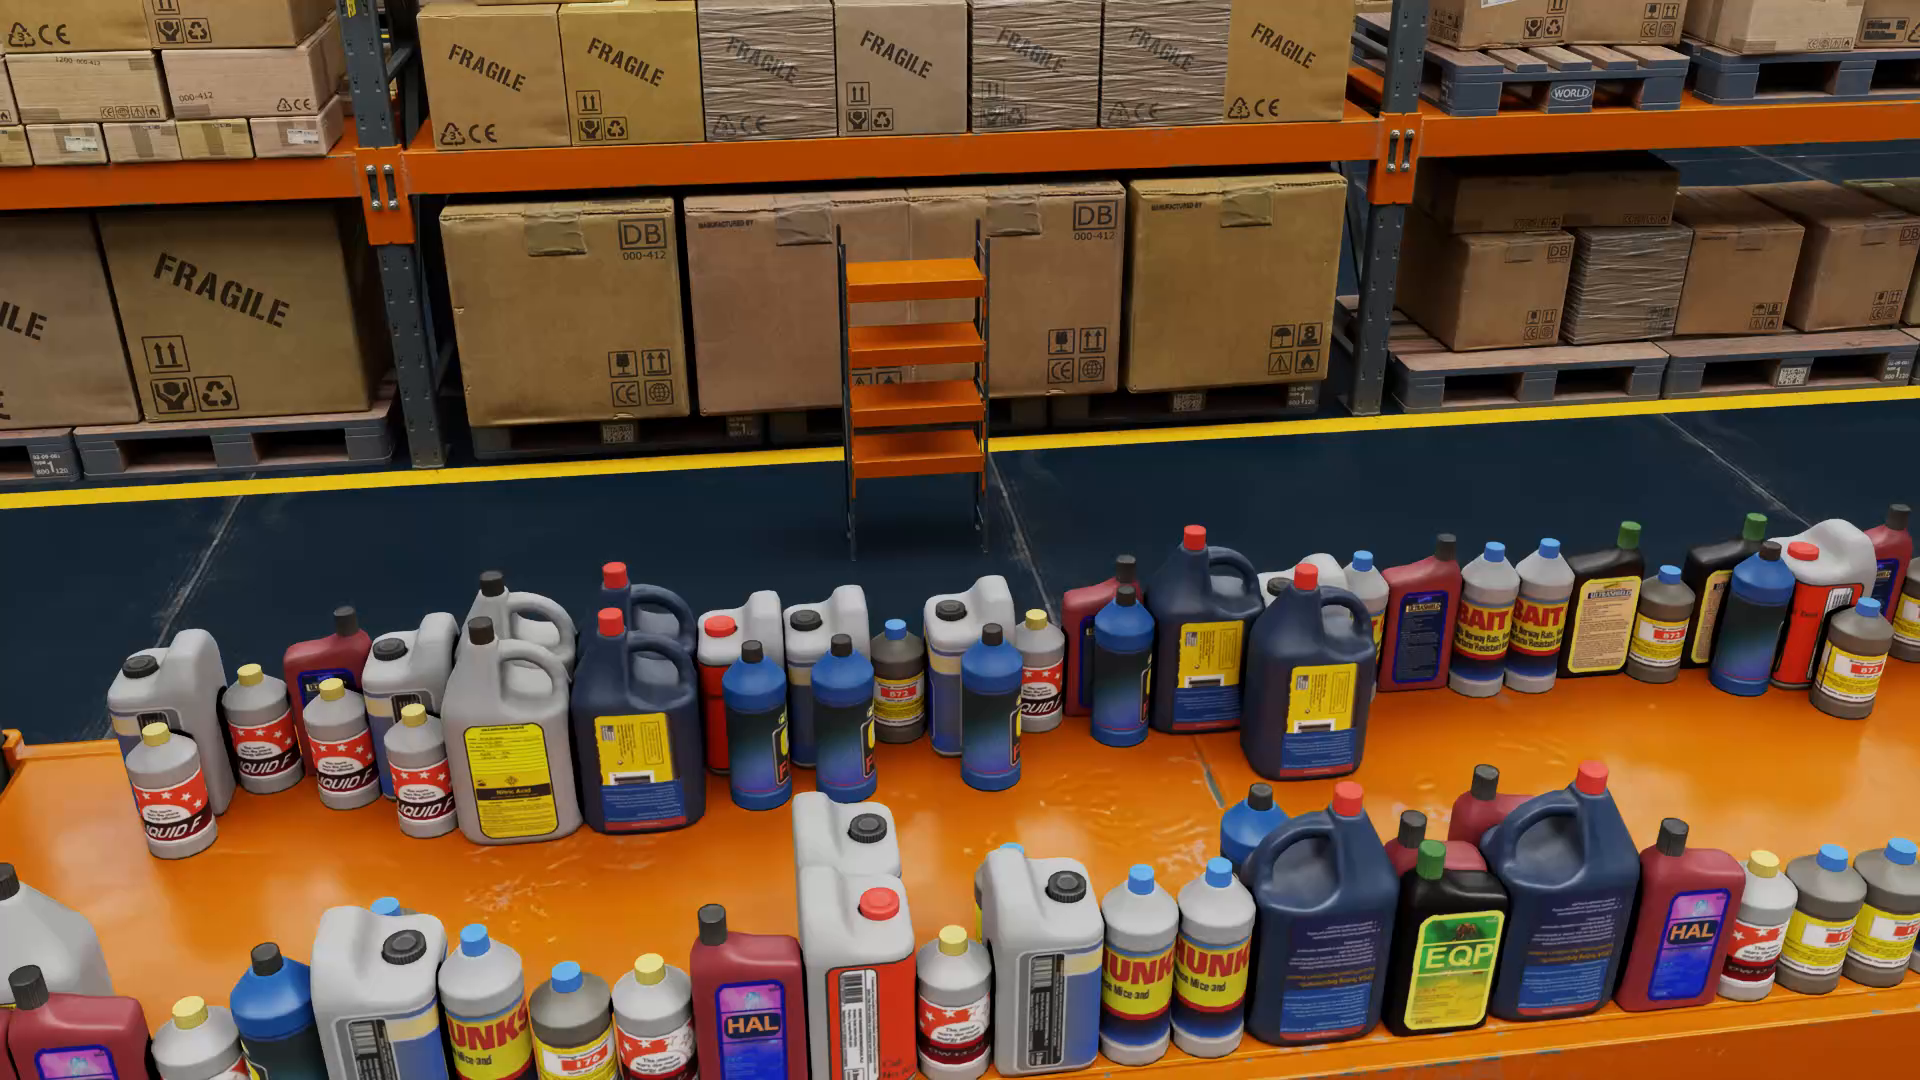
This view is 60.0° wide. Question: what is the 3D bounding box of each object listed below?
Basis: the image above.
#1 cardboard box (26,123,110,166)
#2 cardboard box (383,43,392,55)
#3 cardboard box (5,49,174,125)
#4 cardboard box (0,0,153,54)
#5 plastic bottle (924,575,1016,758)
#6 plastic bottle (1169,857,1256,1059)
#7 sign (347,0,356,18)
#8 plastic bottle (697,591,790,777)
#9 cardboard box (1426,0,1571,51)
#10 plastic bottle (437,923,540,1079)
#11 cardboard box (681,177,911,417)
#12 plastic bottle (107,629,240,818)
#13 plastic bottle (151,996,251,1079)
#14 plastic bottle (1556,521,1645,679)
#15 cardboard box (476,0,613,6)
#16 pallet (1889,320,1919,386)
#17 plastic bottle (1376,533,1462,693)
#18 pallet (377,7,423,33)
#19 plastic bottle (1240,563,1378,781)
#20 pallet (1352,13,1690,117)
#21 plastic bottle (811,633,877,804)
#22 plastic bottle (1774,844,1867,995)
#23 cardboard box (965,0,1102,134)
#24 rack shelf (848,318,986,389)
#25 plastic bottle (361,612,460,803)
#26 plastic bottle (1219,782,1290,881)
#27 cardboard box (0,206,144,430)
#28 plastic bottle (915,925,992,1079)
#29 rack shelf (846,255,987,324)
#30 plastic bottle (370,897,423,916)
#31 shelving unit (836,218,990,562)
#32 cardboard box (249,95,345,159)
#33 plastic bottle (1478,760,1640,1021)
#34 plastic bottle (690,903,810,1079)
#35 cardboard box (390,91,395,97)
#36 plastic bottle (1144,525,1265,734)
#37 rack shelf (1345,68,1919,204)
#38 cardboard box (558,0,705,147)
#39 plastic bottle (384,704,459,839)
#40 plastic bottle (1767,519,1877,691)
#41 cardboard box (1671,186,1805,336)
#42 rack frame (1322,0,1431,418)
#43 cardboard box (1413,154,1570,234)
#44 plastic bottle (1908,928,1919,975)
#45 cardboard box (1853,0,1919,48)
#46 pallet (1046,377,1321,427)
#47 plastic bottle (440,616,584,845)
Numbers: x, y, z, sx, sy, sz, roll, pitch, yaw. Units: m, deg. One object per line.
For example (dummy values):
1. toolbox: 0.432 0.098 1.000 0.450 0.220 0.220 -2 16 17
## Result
1. cardboard box: -3.265 -1.518 6.198 0.250 0.149 0.380 -3 27 -6
2. cardboard box: -3.986 -3.294 11.395 0.250 0.149 0.380 -4 27 -8
3. cardboard box: -3.158 -1.731 6.177 0.500 0.250 0.500 -3 27 -6
4. cardboard box: -3.160 -2.066 6.007 0.500 0.500 0.500 -3 27 -7
5. plastic bottle: 0.014 0.198 2.714 0.135 0.276 0.152 -4 27 -7
6. plastic bottle: 0.318 0.518 2.096 0.097 0.271 0.097 0 27 0
7. sign: -2.167 -2.016 5.858 0.005 0.325 0.100 -4 27 -7
8. plastic bottle: -0.349 0.221 2.669 0.135 0.276 0.152 -4 27 -7
9. cardboard box: 2.245 -2.385 7.042 0.500 0.500 0.500 -7 28 -13
10. plastic bottle: -0.563 0.574 1.986 0.097 0.271 0.097 0 27 0
11. cardboard box: -0.730 -1.195 7.161 0.875 0.875 1.225 -5 28 -9
12. plastic bottle: -1.210 0.277 2.561 0.135 0.276 0.152 -4 27 -7
13. plastic bottle: -0.889 0.626 1.961 0.097 0.201 0.097 0 27 0
14. plastic bottle: 1.106 0.103 2.890 0.133 0.283 0.061 -4 27 -7
15. cardboard box: -1.614 -2.382 6.397 0.637 0.503 0.797 -4 27 -8
16. pallet: 4.906 -1.064 8.093 1.213 0.211 1.003 -4 27 -7
17. plastic bottle: 0.781 0.124 2.850 0.133 0.283 0.061 -4 27 -7
18. pallet: -5.601 -4.994 15.751 1.213 0.211 1.003 -4 27 -7
19. plastic bottle: 0.555 0.198 2.632 0.185 0.351 0.144 -4 27 -7
20. pallet: 2.406 -2.109 7.285 1.003 0.211 1.213 -4 27 -7
21. plastic bottle: -0.180 0.270 2.579 0.097 0.271 0.097 0 27 0
22. plastic bottle: 1.141 0.496 2.215 0.097 0.201 0.097 0 27 0
23. cardboard box: 0.253 -1.938 6.633 0.500 0.500 0.500 -5 28 -9
24. rack shelf: -0.164 -0.662 5.884 0.480 0.148 0.258 -4 27 -7
25. plastic bottle: -0.848 0.253 2.606 0.135 0.276 0.152 -4 27 -7
26. plastic bottle: 0.394 0.446 2.235 0.097 0.271 0.097 0 27 0
27. cardboard box: -3.801 -1.025 6.829 0.875 0.875 0.875 -4 27 -7
28. plastic bottle: -0.008 0.570 2.071 0.097 0.201 0.097 0 27 0
29. rack shelf: -0.164 -0.873 5.776 0.480 0.148 0.258 -4 27 -7
30. plastic bottle: -0.717 0.545 2.119 0.097 0.201 0.097 0 27 0
31. shelving unit: -0.164 -0.523 5.956 0.503 1.200 0.258 -4 27 -7
32. cardboard box: -2.502 -1.567 6.294 0.250 0.149 0.380 -4 27 -7
33. plastic bottle: 0.769 0.443 2.155 0.185 0.351 0.144 -4 27 -7
34. plastic bottle: -0.253 0.558 2.005 0.133 0.283 0.061 -4 27 -7
35. cardboard box: -3.633 -2.934 11.020 0.250 0.149 0.380 -5 28 -9
36. plastic bottle: 0.400 0.138 2.749 0.185 0.351 0.144 -4 27 -7
37. rack shelf: 3.696 -1.908 7.471 4.000 0.370 1.077 -4 27 -7
38. cardboard box: -1.257 -1.840 6.440 0.500 0.500 0.500 -4 27 -7
39. plastic bottle: -0.813 0.342 2.516 0.097 0.201 0.097 0 27 0
40. plastic bottle: 1.474 0.104 2.897 0.135 0.276 0.152 -4 27 -7
41. cardboard box: 3.484 -1.316 7.786 0.500 0.500 0.700 -1 27 -3
42. rack frame: 1.716 -2.101 7.059 0.127 3.000 1.000 -4 27 -7
43. cardboard box: 2.375 -1.574 7.467 0.500 0.250 0.500 -3 27 -5
44. plastic bottle: 1.334 0.453 2.223 0.097 0.271 0.097 0 27 0
45. cardboard box: 3.973 -2.436 7.139 0.637 0.503 0.797 -1 27 -2
46. pallet: 0.924 -0.844 7.664 1.213 0.211 1.003 -4 27 -7
47. plastic bottle: -0.671 0.273 2.486 0.185 0.351 0.144 -4 27 -7
